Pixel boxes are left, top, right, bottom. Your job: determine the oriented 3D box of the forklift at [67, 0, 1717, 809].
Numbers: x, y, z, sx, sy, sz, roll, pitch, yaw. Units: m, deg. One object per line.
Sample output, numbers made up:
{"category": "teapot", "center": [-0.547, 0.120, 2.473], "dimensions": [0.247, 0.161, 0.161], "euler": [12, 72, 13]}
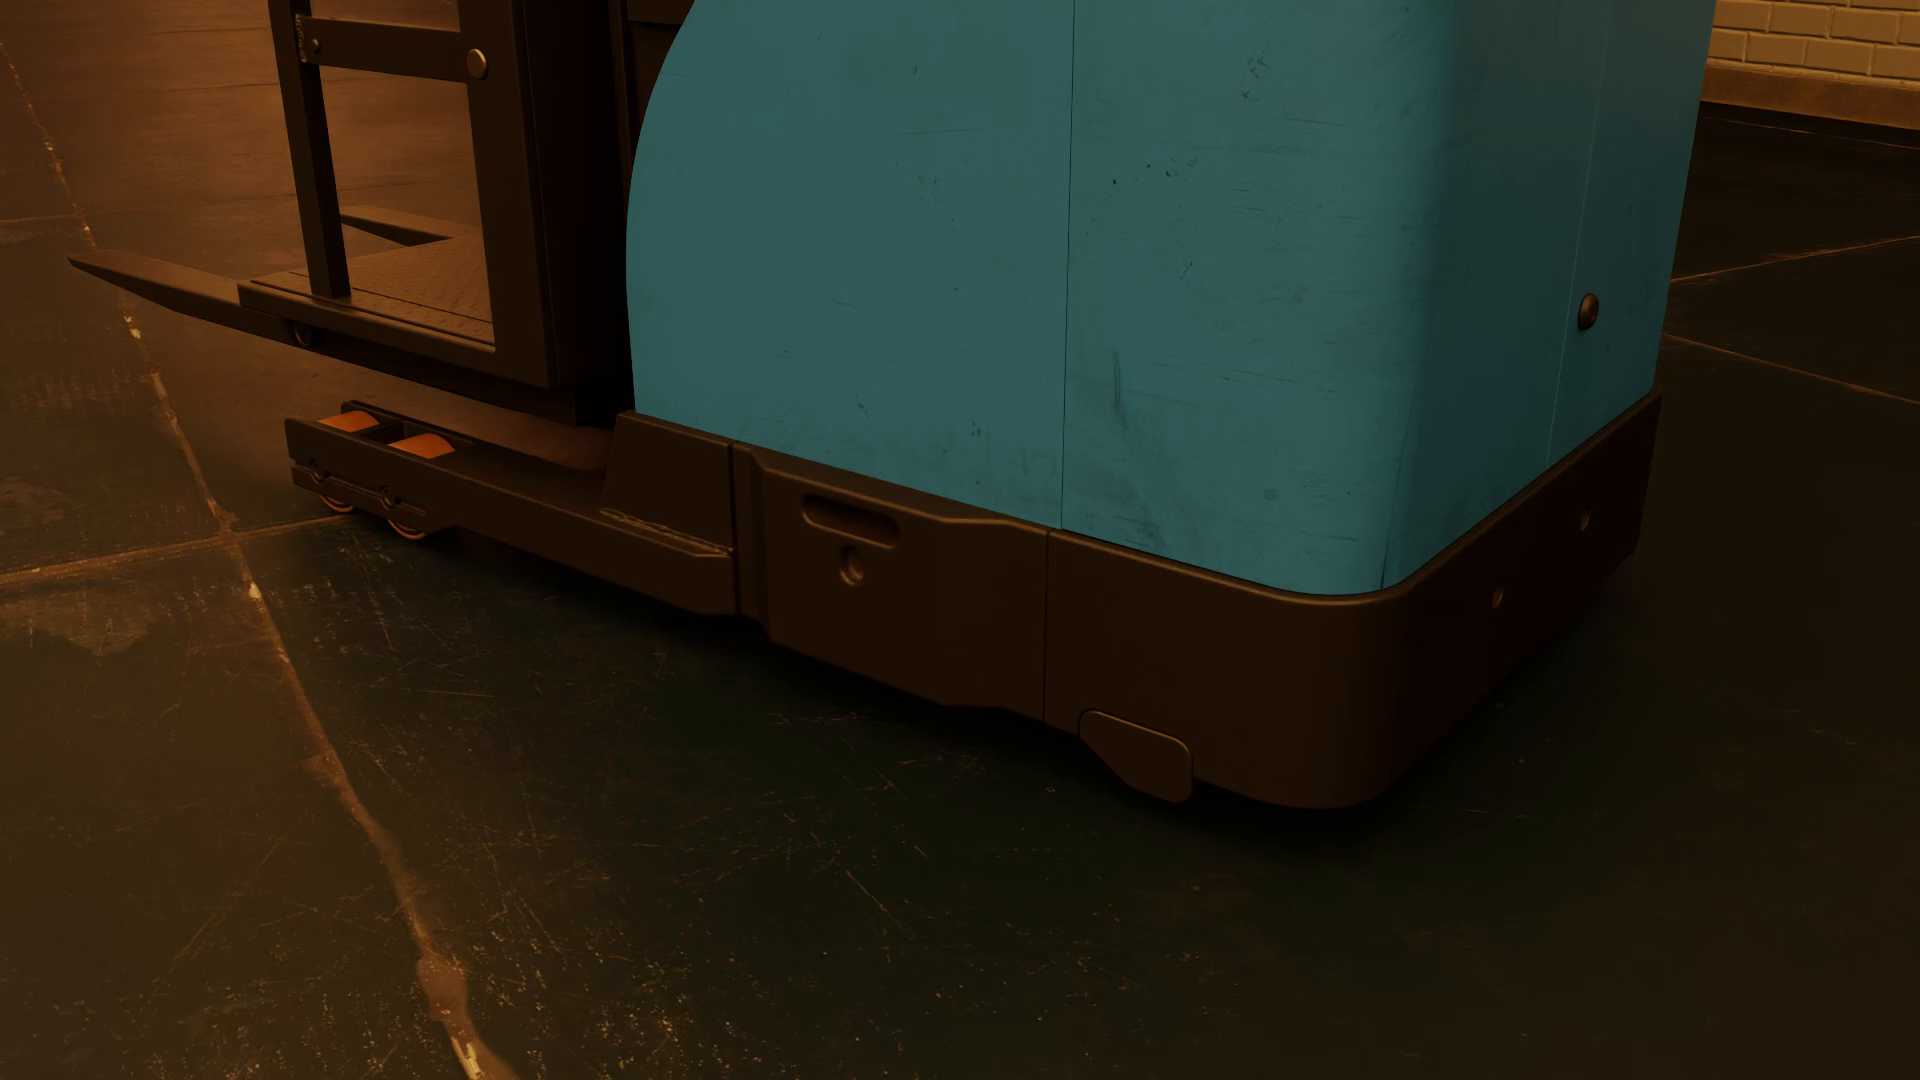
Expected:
{"category": "forklift", "center": [-0.481, -1.497, 2.422], "dimensions": [3.031, 2.935, 1.130], "euler": [16, 27, 34]}
